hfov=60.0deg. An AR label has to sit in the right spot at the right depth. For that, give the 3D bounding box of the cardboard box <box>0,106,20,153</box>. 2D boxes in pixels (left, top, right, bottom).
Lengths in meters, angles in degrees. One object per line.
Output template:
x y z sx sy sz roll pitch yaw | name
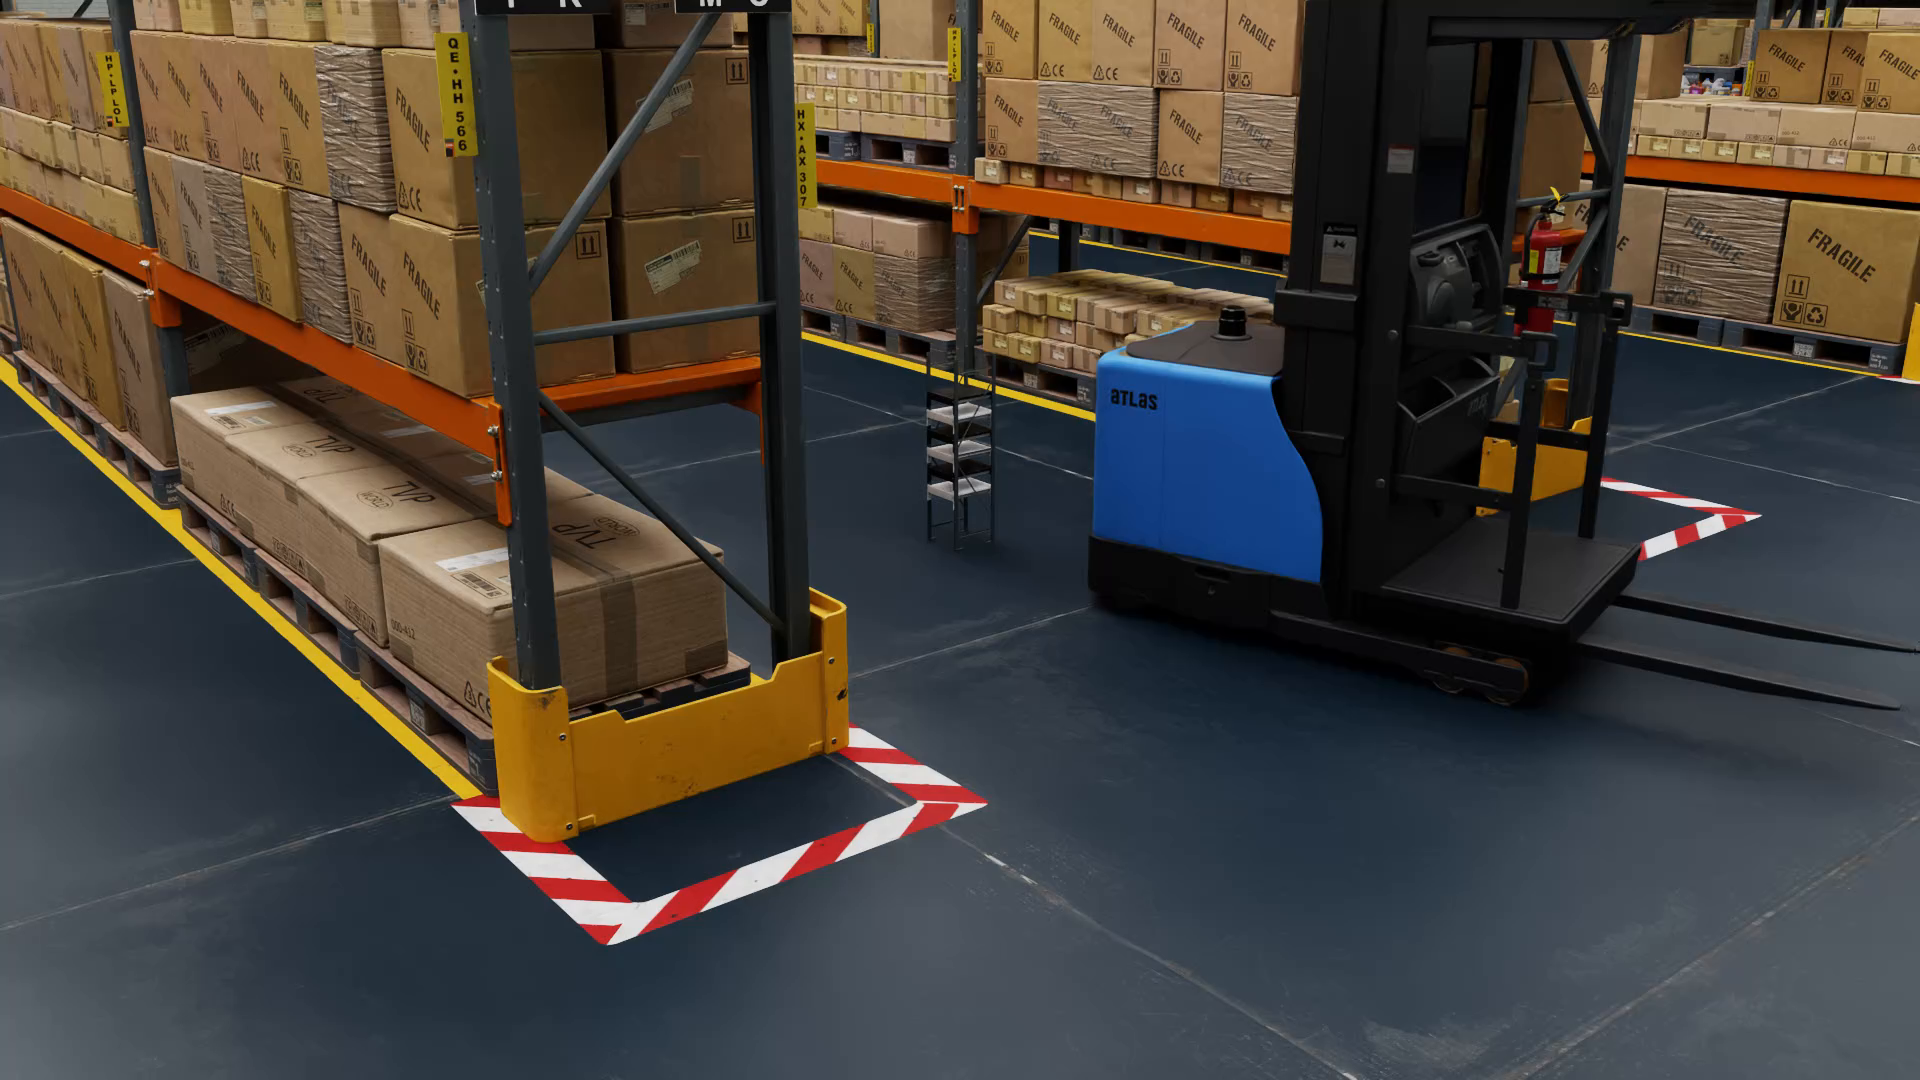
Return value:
-5.461 -2.490 10.052 0.500 0.250 0.500 -13 23 -35 | cardboard box

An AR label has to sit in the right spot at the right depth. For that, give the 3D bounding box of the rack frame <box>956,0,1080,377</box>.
0.399 -2.629 11.031 1.000 3.000 0.127 -14 23 -36 | rack frame

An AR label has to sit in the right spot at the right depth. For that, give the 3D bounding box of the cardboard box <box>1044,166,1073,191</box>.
0.744 -2.272 10.351 0.380 0.149 0.250 -15 24 -38 | cardboard box

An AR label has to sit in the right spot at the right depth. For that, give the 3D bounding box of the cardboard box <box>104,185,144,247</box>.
-3.895 -1.629 8.247 0.500 0.250 0.500 -15 23 -37 | cardboard box

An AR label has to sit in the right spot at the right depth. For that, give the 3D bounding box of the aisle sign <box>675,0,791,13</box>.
-0.663 -1.926 4.771 0.394 0.787 0.004 -14 23 -36 | aisle sign

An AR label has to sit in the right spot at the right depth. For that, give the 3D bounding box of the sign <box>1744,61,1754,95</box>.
7.800 -4.564 16.433 0.100 0.325 0.005 -14 23 -36 | sign

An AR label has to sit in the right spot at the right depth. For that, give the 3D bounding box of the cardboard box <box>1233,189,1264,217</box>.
1.728 -1.884 9.181 0.380 0.149 0.250 -15 24 -38 | cardboard box

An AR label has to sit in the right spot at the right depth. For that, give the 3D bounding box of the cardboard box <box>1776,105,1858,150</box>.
6.010 -2.850 11.462 0.500 0.250 0.500 -14 23 -37 | cardboard box

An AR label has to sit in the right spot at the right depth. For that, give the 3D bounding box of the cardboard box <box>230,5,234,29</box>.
-2.594 -2.035 6.455 0.380 0.149 0.250 -14 23 -36 | cardboard box

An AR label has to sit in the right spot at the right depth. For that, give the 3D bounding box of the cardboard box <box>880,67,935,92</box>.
-0.330 -3.183 11.488 0.380 0.149 0.250 -15 23 -38 | cardboard box

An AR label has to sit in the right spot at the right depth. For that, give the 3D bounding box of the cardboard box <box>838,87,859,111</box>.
-0.653 -3.167 11.915 0.380 0.149 0.250 -15 24 -39 | cardboard box

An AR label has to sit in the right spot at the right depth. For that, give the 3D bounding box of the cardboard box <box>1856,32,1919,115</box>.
6.325 -3.082 10.970 0.500 0.500 0.500 -14 23 -35 | cardboard box

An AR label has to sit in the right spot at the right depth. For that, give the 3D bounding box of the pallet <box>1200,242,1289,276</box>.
3.050 -2.725 15.756 1.003 0.211 1.213 -14 23 -36 | pallet

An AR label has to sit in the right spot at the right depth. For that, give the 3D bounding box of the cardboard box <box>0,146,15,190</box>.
-5.796 -2.383 10.526 0.500 0.250 0.500 -14 23 -37 | cardboard box

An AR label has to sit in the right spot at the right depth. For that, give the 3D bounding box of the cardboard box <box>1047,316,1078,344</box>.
0.780 -1.367 10.613 0.380 0.149 0.250 -14 23 -36 | cardboard box

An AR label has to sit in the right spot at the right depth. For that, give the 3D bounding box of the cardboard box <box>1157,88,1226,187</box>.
1.462 -2.269 9.310 0.500 0.500 0.500 -13 22 -33 | cardboard box

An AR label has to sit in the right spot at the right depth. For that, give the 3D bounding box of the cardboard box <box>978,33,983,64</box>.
0.531 -5.383 18.515 0.797 0.503 0.637 -11 21 -31 | cardboard box

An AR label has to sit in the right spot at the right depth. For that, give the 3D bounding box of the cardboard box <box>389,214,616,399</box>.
-1.442 -0.767 5.249 0.500 0.500 0.500 -14 23 -36 | cardboard box

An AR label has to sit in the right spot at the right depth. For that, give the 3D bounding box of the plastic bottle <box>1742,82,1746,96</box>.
8.243 -4.676 17.290 0.144 0.351 0.185 -14 23 -36 | plastic bottle

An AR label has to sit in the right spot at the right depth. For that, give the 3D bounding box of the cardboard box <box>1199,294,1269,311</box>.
1.691 -1.414 10.281 0.380 0.149 0.250 -15 24 -38 | cardboard box

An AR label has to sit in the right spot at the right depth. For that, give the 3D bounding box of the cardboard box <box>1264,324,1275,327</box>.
1.662 -1.097 9.324 0.380 0.149 0.250 -13 22 -34 | cardboard box

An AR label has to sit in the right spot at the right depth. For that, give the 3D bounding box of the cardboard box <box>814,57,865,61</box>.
-0.936 -3.754 13.214 0.380 0.149 0.250 -13 22 -35 | cardboard box

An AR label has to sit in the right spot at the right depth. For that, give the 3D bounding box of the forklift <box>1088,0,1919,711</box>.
2.040 -0.981 6.162 3.031 2.935 1.130 12 22 33 | forklift

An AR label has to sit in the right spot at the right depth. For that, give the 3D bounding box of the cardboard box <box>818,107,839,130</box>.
-0.814 -3.089 12.151 0.380 0.149 0.250 -13 22 -34 | cardboard box

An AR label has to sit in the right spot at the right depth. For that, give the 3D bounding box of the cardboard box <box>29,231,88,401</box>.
-4.988 -1.408 10.054 0.875 0.875 0.875 -14 23 -35 | cardboard box

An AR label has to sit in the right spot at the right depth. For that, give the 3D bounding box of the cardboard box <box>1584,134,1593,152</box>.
4.923 -3.059 12.727 0.380 0.149 0.250 -14 23 -37 | cardboard box

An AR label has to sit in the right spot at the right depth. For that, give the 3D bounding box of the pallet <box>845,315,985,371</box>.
-0.086 -1.497 12.048 1.003 0.211 1.213 -14 23 -36 | pallet

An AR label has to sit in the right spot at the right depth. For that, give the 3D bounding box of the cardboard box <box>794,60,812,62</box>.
-1.298 -3.567 12.649 0.380 0.149 0.250 -13 22 -34 | cardboard box

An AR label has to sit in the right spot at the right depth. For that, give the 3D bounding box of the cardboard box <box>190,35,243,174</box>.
-2.695 -1.742 6.601 0.500 0.500 0.500 -13 23 -35 | cardboard box

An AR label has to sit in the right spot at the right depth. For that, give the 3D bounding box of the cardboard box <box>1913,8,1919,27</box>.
14.242 -7.596 24.172 0.500 0.250 0.500 -14 23 -36 | cardboard box

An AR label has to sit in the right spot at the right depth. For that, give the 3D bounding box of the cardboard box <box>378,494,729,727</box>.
-1.423 0.221 5.831 0.875 0.438 0.875 -15 23 -38 | cardboard box

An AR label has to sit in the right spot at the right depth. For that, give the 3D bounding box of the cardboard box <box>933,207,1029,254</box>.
0.147 -2.232 11.946 0.500 0.250 0.500 -15 24 -38 | cardboard box

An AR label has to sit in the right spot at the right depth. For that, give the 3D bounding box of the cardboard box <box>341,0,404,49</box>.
-1.718 -1.637 5.253 0.380 0.149 0.250 -14 23 -37 | cardboard box

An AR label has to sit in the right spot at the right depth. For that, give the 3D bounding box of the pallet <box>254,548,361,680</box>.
-2.246 0.189 6.956 1.003 0.211 1.213 -14 23 -36 | pallet

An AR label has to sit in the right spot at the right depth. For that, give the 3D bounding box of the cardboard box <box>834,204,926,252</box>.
-0.570 -2.262 12.036 0.500 0.250 0.500 -13 22 -34 | cardboard box

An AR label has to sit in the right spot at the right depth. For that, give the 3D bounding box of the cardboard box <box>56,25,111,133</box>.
-4.220 -2.348 8.431 0.500 0.500 0.500 -13 23 -35 | cardboard box

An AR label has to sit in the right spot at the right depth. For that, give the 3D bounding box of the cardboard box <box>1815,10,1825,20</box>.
13.277 -8.102 25.667 0.250 0.149 0.380 17 25 41 | cardboard box

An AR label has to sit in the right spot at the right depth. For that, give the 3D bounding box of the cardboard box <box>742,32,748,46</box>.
-2.377 -6.477 22.020 0.875 0.500 0.500 -14 23 -36 | cardboard box

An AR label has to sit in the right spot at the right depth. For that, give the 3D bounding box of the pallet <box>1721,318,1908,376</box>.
6.275 -1.445 11.890 1.003 0.211 1.213 -14 23 -36 | pallet

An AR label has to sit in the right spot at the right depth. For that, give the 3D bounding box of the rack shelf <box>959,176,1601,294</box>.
1.641 -1.795 9.656 1.077 0.370 4.000 -14 23 -36 | rack shelf

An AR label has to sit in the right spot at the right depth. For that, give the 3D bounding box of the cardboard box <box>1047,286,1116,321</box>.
0.771 -1.500 10.542 0.380 0.149 0.250 -14 23 -37 | cardboard box

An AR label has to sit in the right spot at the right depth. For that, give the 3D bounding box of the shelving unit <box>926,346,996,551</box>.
0.005 -0.425 7.715 0.258 0.900 0.210 -14 23 -36 | shelving unit

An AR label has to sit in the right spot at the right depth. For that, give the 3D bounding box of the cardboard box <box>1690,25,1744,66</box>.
10.113 -6.604 22.209 0.500 0.500 0.700 11 21 30 | cardboard box

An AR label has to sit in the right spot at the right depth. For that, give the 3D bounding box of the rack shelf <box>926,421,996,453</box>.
0.005 -0.479 7.697 0.258 0.077 0.200 -14 23 -36 | rack shelf

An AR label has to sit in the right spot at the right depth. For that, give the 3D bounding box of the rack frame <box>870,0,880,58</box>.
-0.617 -5.544 19.833 1.000 3.000 0.127 -14 23 -36 | rack frame

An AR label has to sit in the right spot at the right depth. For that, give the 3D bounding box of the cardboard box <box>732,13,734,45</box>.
-2.356 -4.250 14.175 0.700 0.500 0.500 -14 23 -36 | cardboard box

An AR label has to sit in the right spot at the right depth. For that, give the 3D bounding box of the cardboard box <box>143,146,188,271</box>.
-3.333 -1.519 7.519 0.500 0.500 0.500 -13 22 -34 | cardboard box

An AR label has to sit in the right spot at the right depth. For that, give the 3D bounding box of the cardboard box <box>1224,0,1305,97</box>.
1.759 -2.623 8.788 0.500 0.500 0.500 -13 22 -33 | cardboard box

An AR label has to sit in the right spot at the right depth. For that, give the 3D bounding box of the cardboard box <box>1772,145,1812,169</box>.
5.881 -2.679 11.581 0.380 0.149 0.250 -13 23 -35 | cardboard box

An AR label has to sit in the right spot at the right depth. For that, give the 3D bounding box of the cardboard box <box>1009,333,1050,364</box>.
0.538 -1.257 10.755 0.380 0.149 0.250 -13 22 -35 | cardboard box

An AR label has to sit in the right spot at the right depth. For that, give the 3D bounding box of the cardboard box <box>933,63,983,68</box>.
0.027 -3.372 12.059 0.380 0.149 0.250 -14 23 -37 | cardboard box
